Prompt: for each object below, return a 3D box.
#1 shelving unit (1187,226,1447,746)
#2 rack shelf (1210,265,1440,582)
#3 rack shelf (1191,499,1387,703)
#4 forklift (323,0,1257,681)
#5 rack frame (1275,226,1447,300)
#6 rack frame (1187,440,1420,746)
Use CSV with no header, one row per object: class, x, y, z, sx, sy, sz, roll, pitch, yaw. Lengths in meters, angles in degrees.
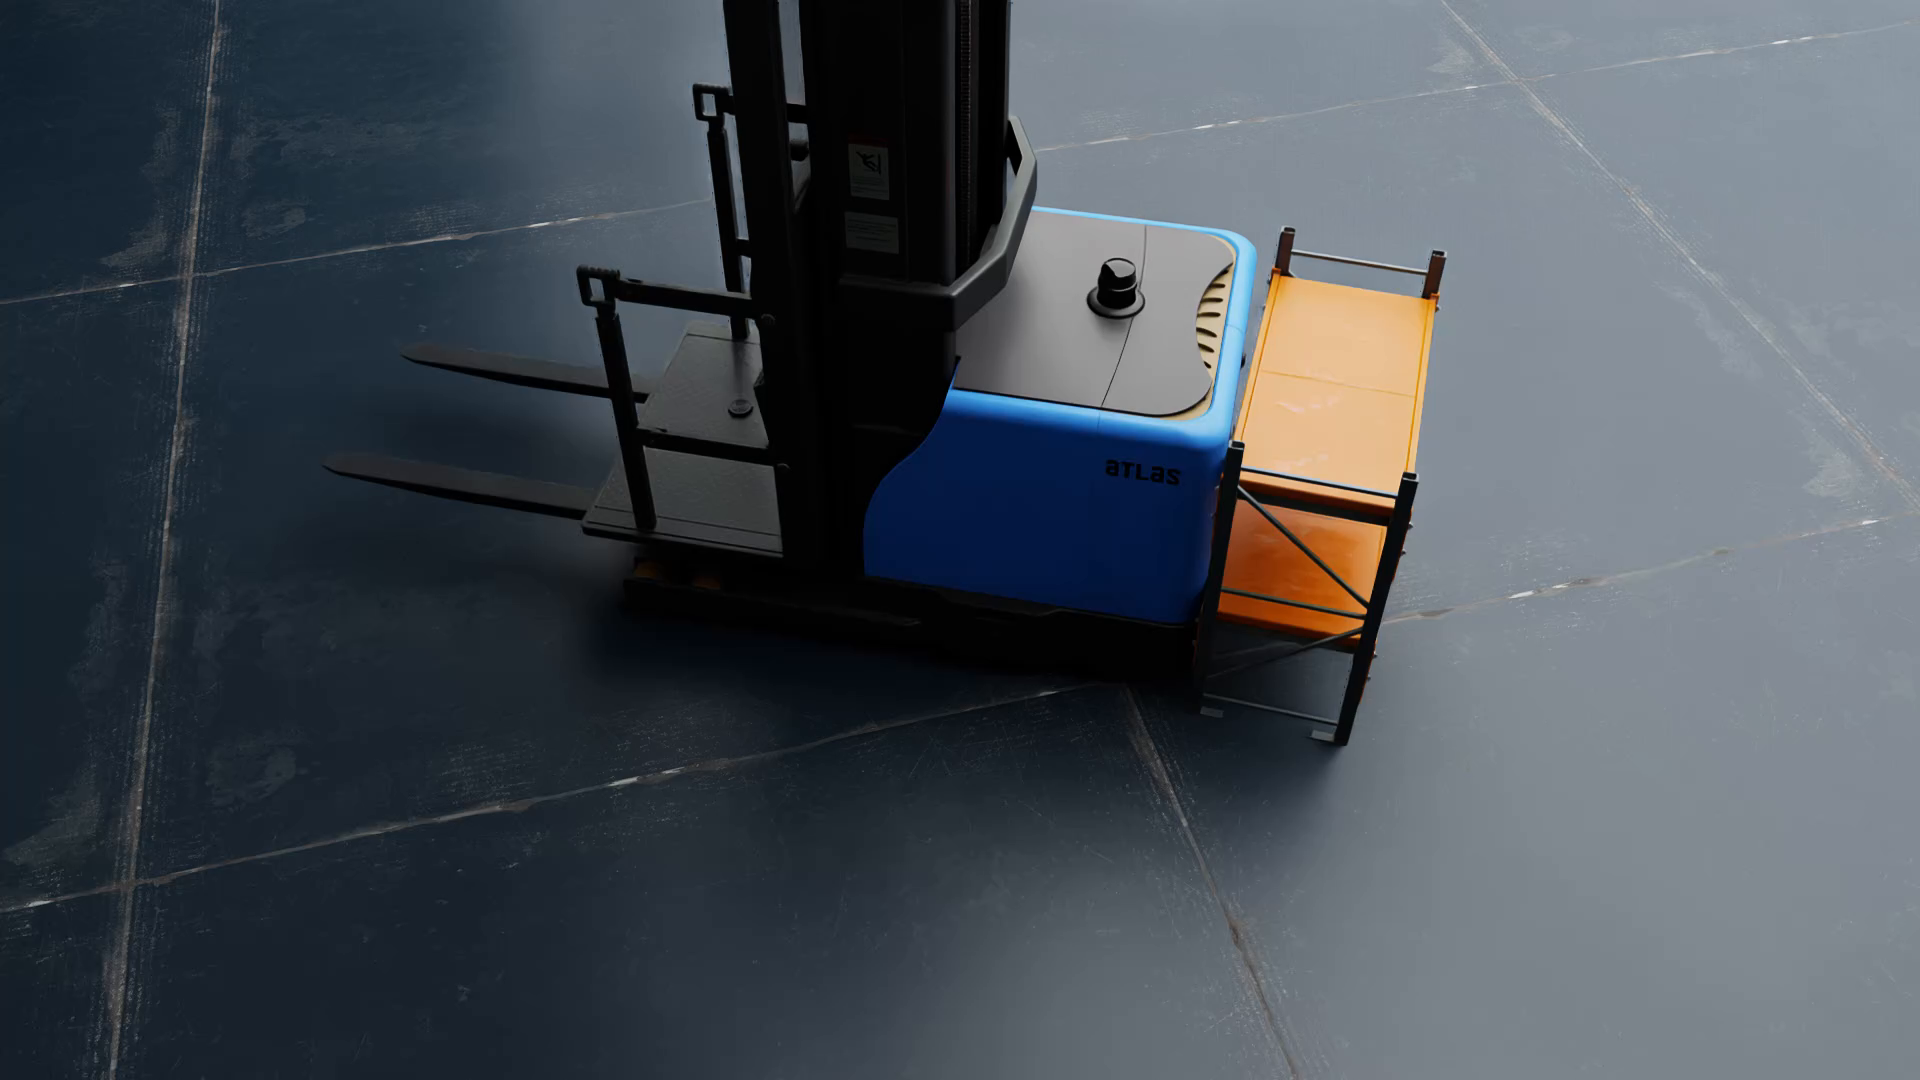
shelving unit,1.093,-0.166,5.125,0.538,1.125,1.048,11,47,11
rack shelf,1.093,-0.371,4.916,0.538,0.278,1.000,11,47,11
rack shelf,1.093,0.005,5.300,0.538,0.278,1.000,11,47,11
forklift,-0.632,-1.125,4.800,3.031,2.935,1.130,9,46,9
rack frame,1.229,-0.516,5.468,0.500,1.125,0.032,11,47,11
rack frame,0.956,0.184,4.782,0.500,1.125,0.032,11,47,11
